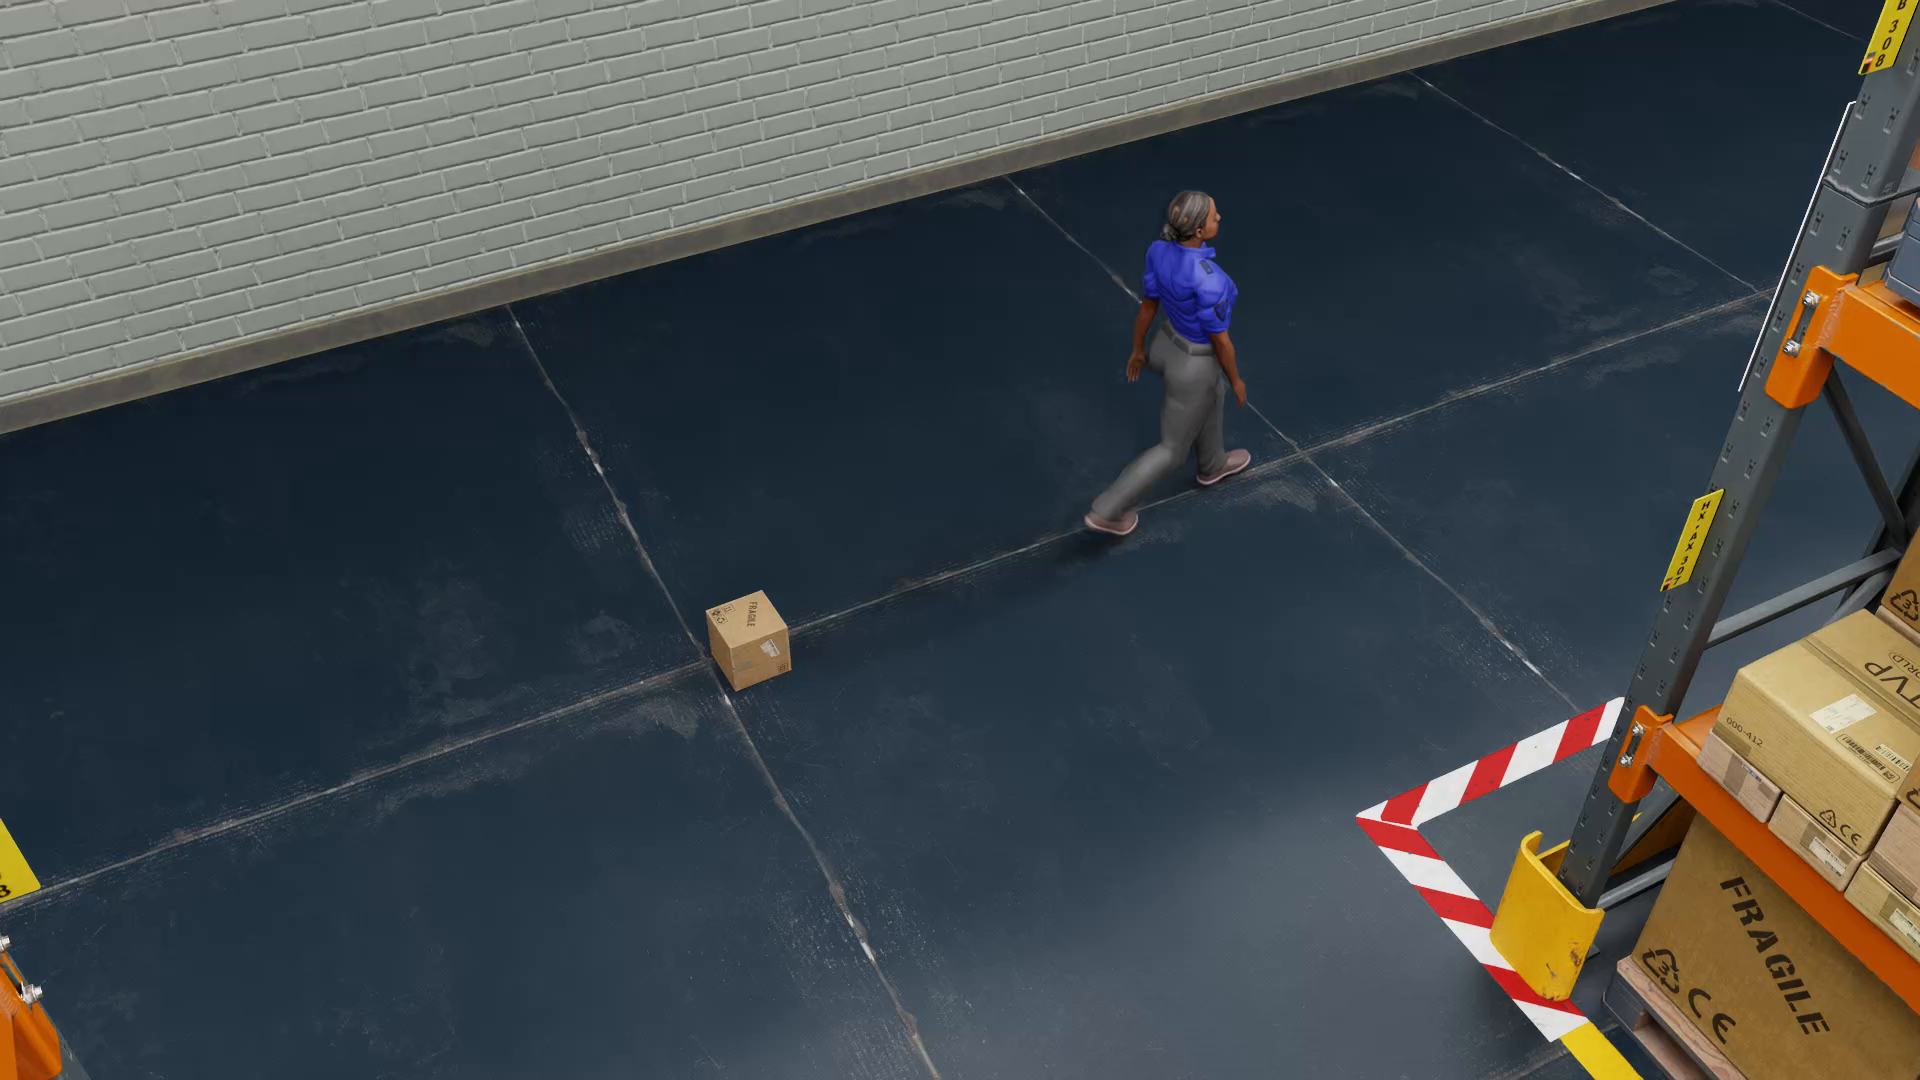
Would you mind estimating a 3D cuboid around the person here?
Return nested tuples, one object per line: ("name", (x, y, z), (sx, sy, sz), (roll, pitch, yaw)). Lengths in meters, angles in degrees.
("person", (0.948, -0.751, 7.013), (0.995, 1.599, 0.470), (-18, 45, -19))
